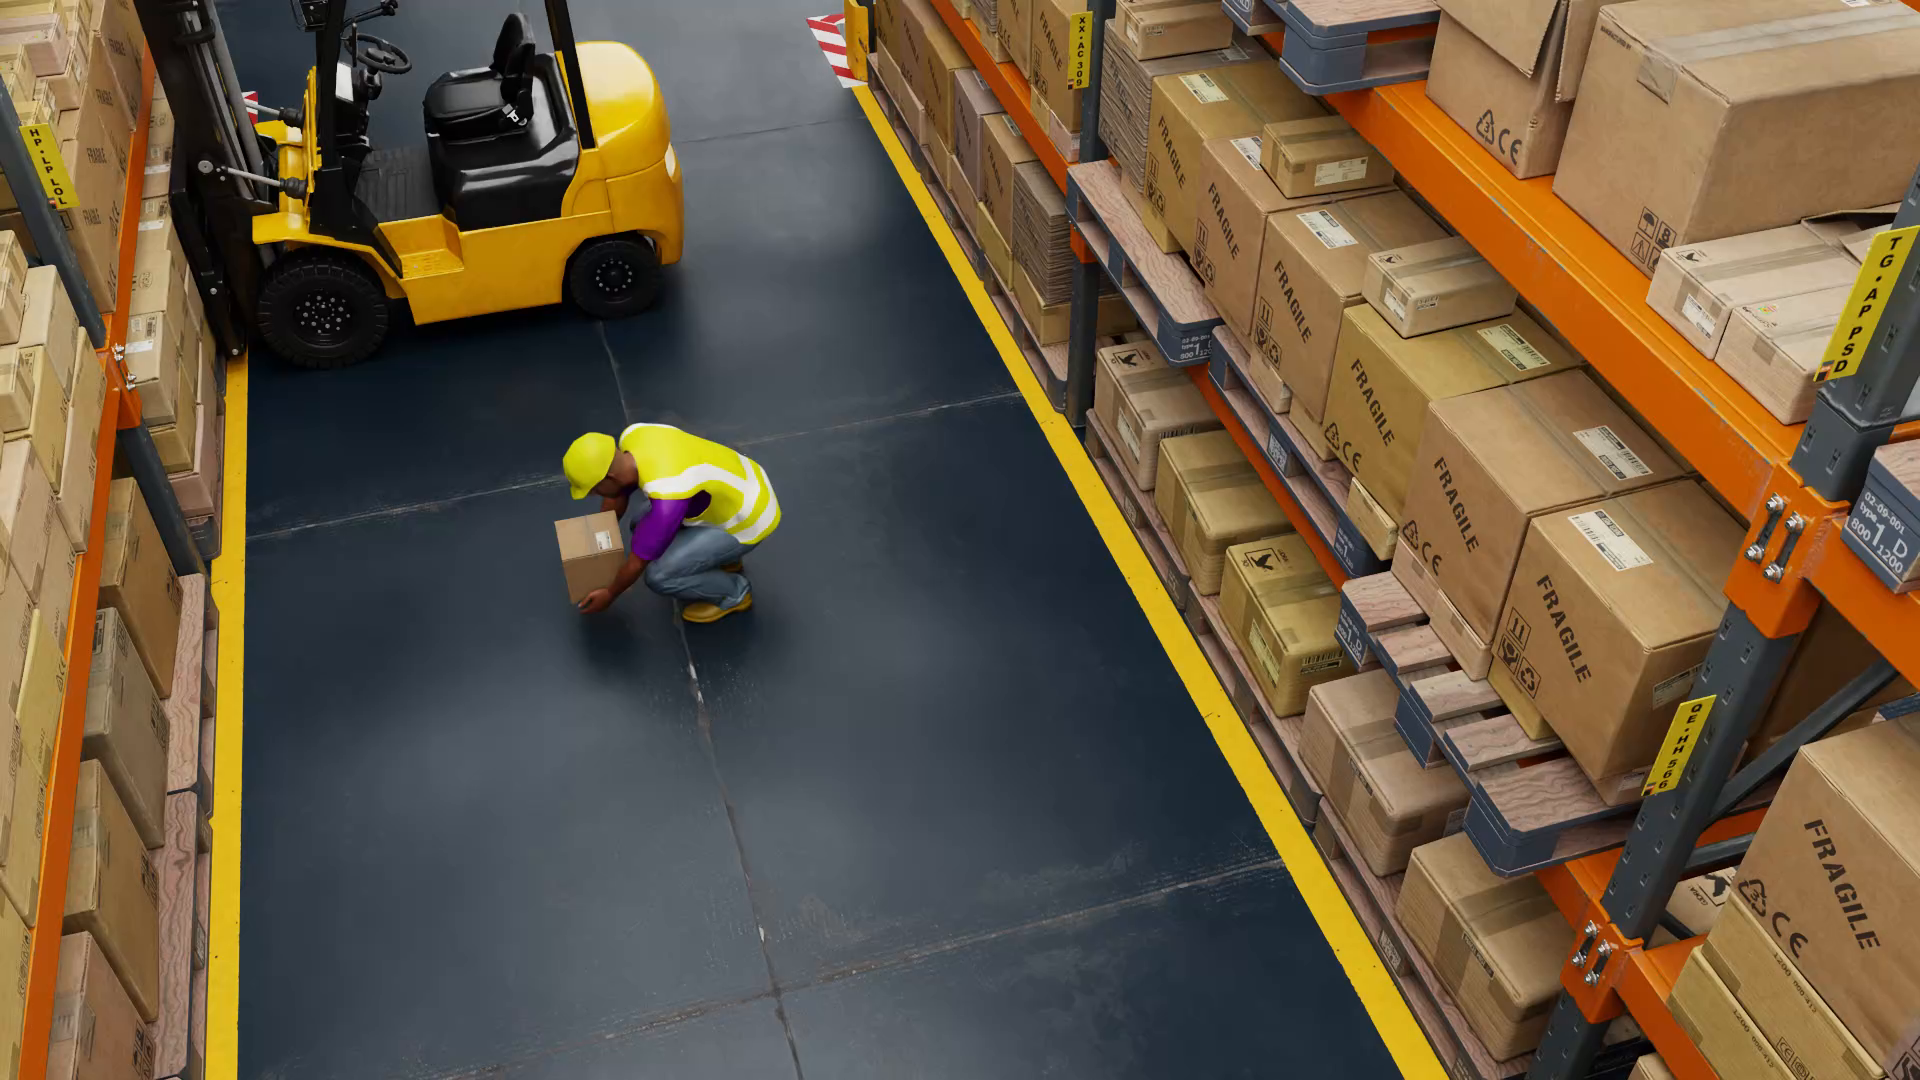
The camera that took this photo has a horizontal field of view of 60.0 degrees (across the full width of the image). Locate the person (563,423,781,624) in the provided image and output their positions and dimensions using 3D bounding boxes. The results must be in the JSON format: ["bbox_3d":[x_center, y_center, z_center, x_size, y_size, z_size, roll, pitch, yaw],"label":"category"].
[{"bbox_3d":[-1.194,-0.105,6.841,0.881,0.996,0.588,-12,43,-13],"label":"person"}]
